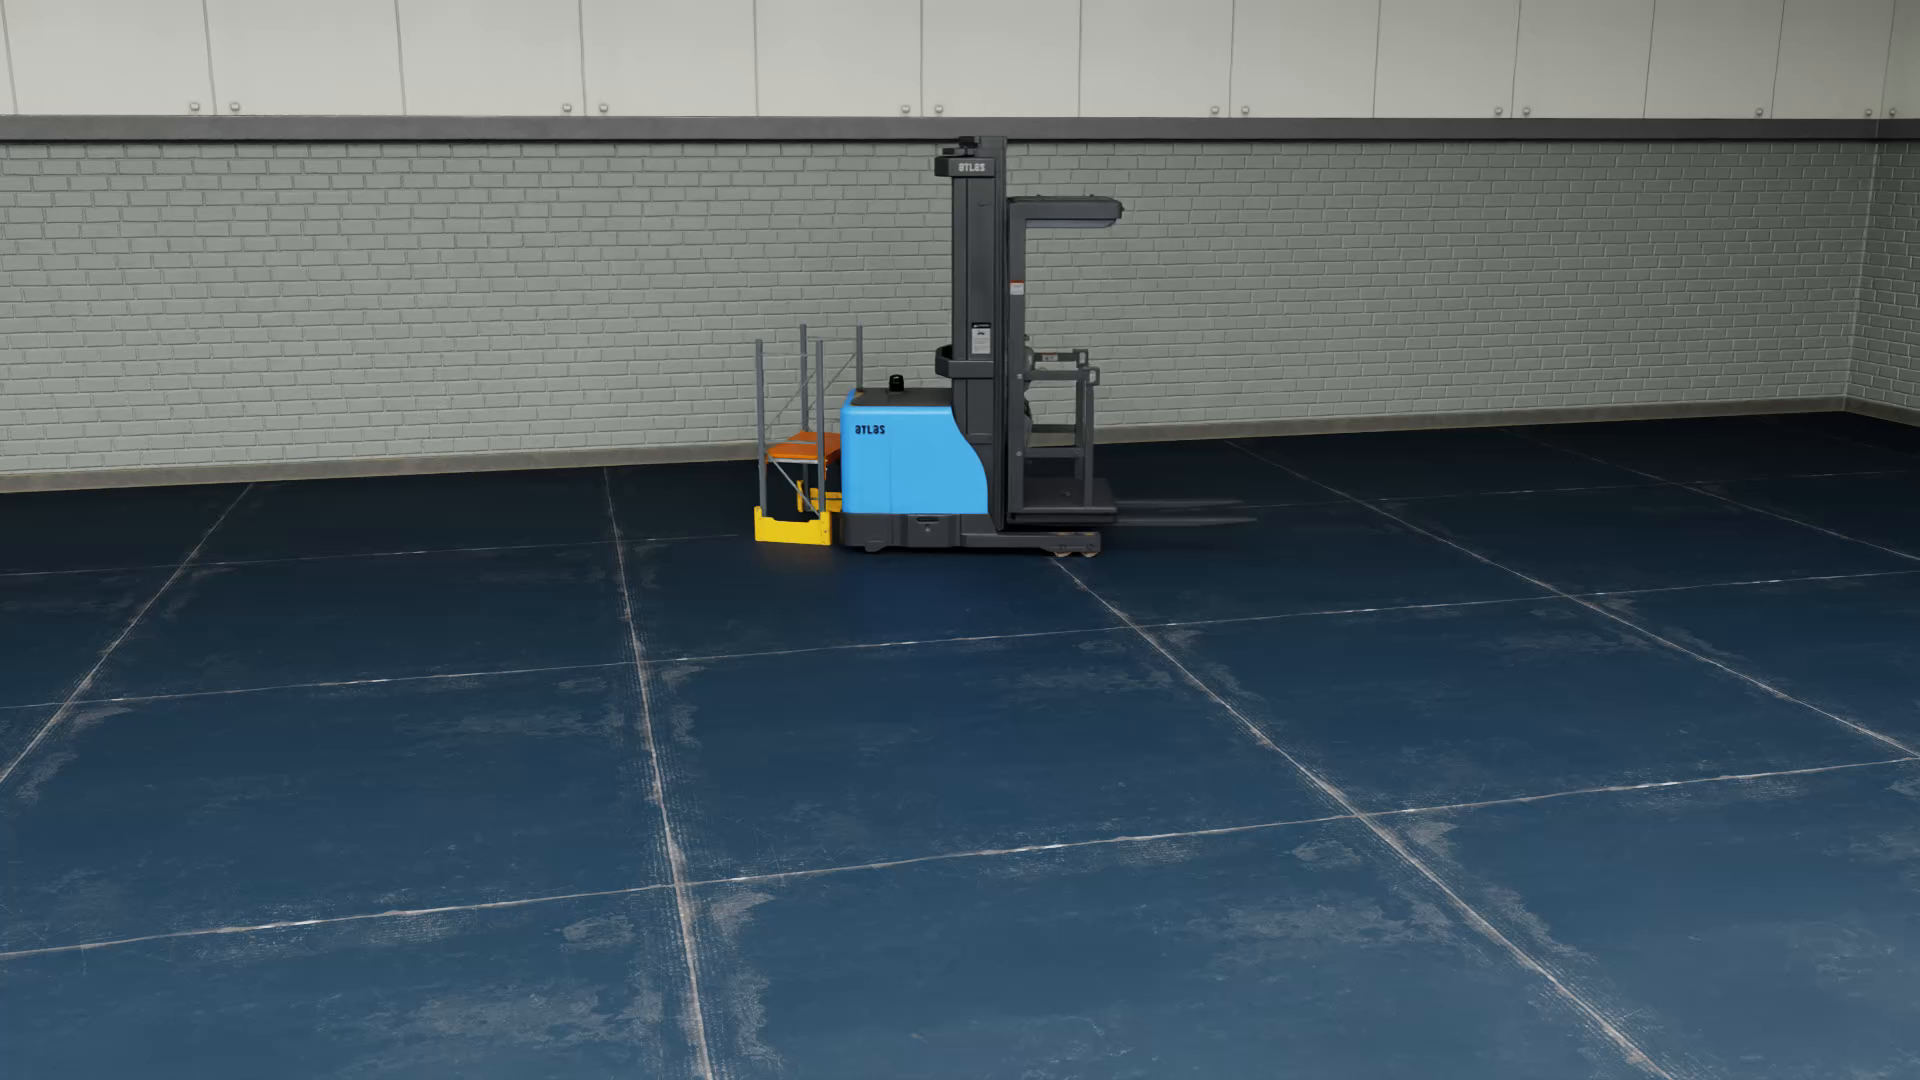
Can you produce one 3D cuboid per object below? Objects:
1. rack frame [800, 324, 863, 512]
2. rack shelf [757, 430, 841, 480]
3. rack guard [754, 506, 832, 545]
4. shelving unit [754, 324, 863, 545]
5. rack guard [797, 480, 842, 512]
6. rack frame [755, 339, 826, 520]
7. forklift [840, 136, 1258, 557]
[{"bbox_3d":[-1.009,-0.951,13.161,0.500,1.500,0.032,3,14,13],"label":"rack frame"},{"bbox_3d":[-1.124,-0.659,12.723,0.538,0.185,1.000,3,14,13],"label":"rack shelf"},{"bbox_3d":[-1.239,-0.109,12.349,0.587,0.250,0.087,3,14,13],"label":"rack guard"},{"bbox_3d":[-1.126,-0.832,12.671,0.587,1.500,1.083,3,14,13],"label":"shelving unit"},{"bbox_3d":[-1.014,-0.340,13.291,0.587,0.250,0.087,3,14,13],"label":"rack guard"},{"bbox_3d":[-1.239,-0.716,12.199,0.500,1.500,0.032,3,14,13],"label":"rack frame"},{"bbox_3d":[0.650,-1.432,12.112,3.031,2.935,1.130,0,14,0],"label":"forklift"}]
